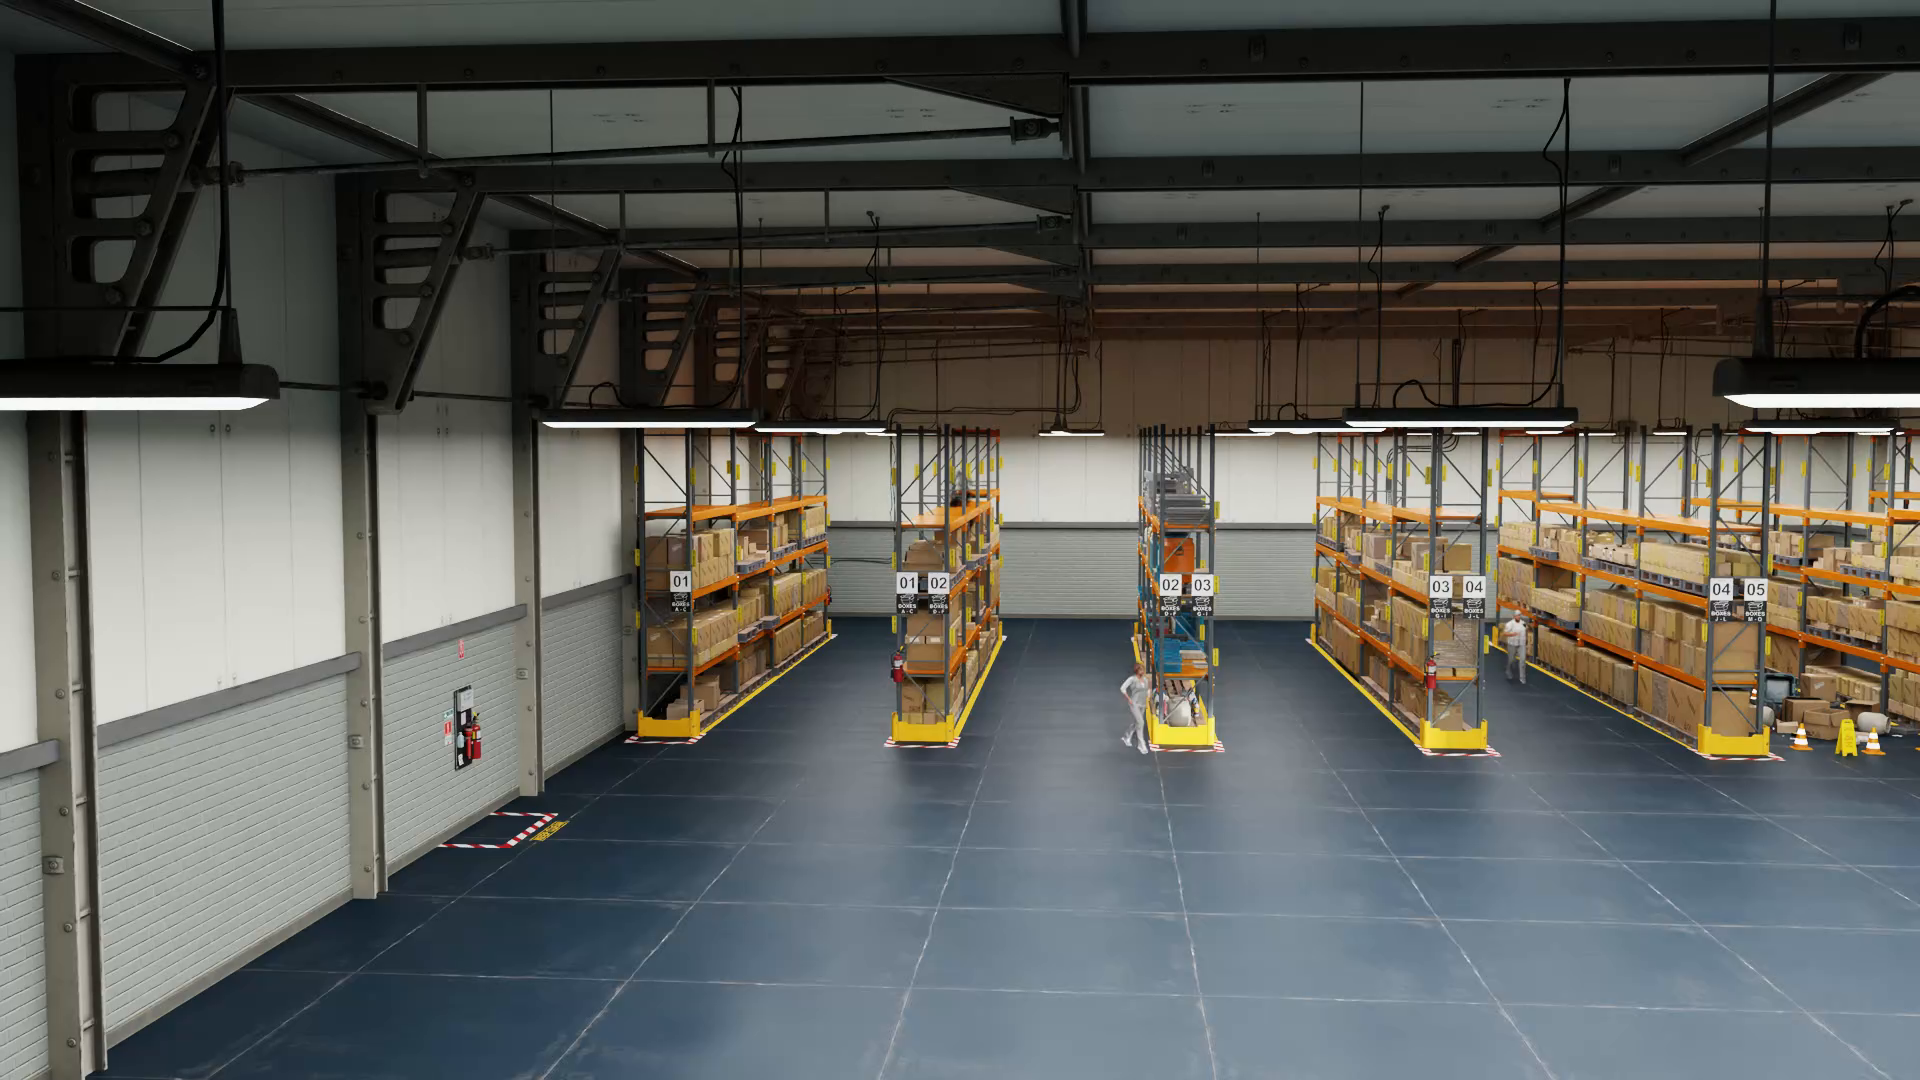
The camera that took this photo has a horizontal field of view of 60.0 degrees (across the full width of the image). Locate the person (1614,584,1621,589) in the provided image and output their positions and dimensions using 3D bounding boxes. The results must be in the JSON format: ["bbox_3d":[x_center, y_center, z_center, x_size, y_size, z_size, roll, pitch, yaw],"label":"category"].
[{"bbox_3d":[18.729,2.051,47.313,0.682,1.599,0.607,1,4,14],"label":"person"}]

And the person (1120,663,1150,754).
[{"bbox_3d":[3.239,3.061,30.490,0.542,1.612,0.760,-3,4,-37],"label":"person"}]

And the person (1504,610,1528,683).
[{"bbox_3d":[13.086,2.485,39.082,0.602,1.654,0.913,0,3,3],"label":"person"}]
